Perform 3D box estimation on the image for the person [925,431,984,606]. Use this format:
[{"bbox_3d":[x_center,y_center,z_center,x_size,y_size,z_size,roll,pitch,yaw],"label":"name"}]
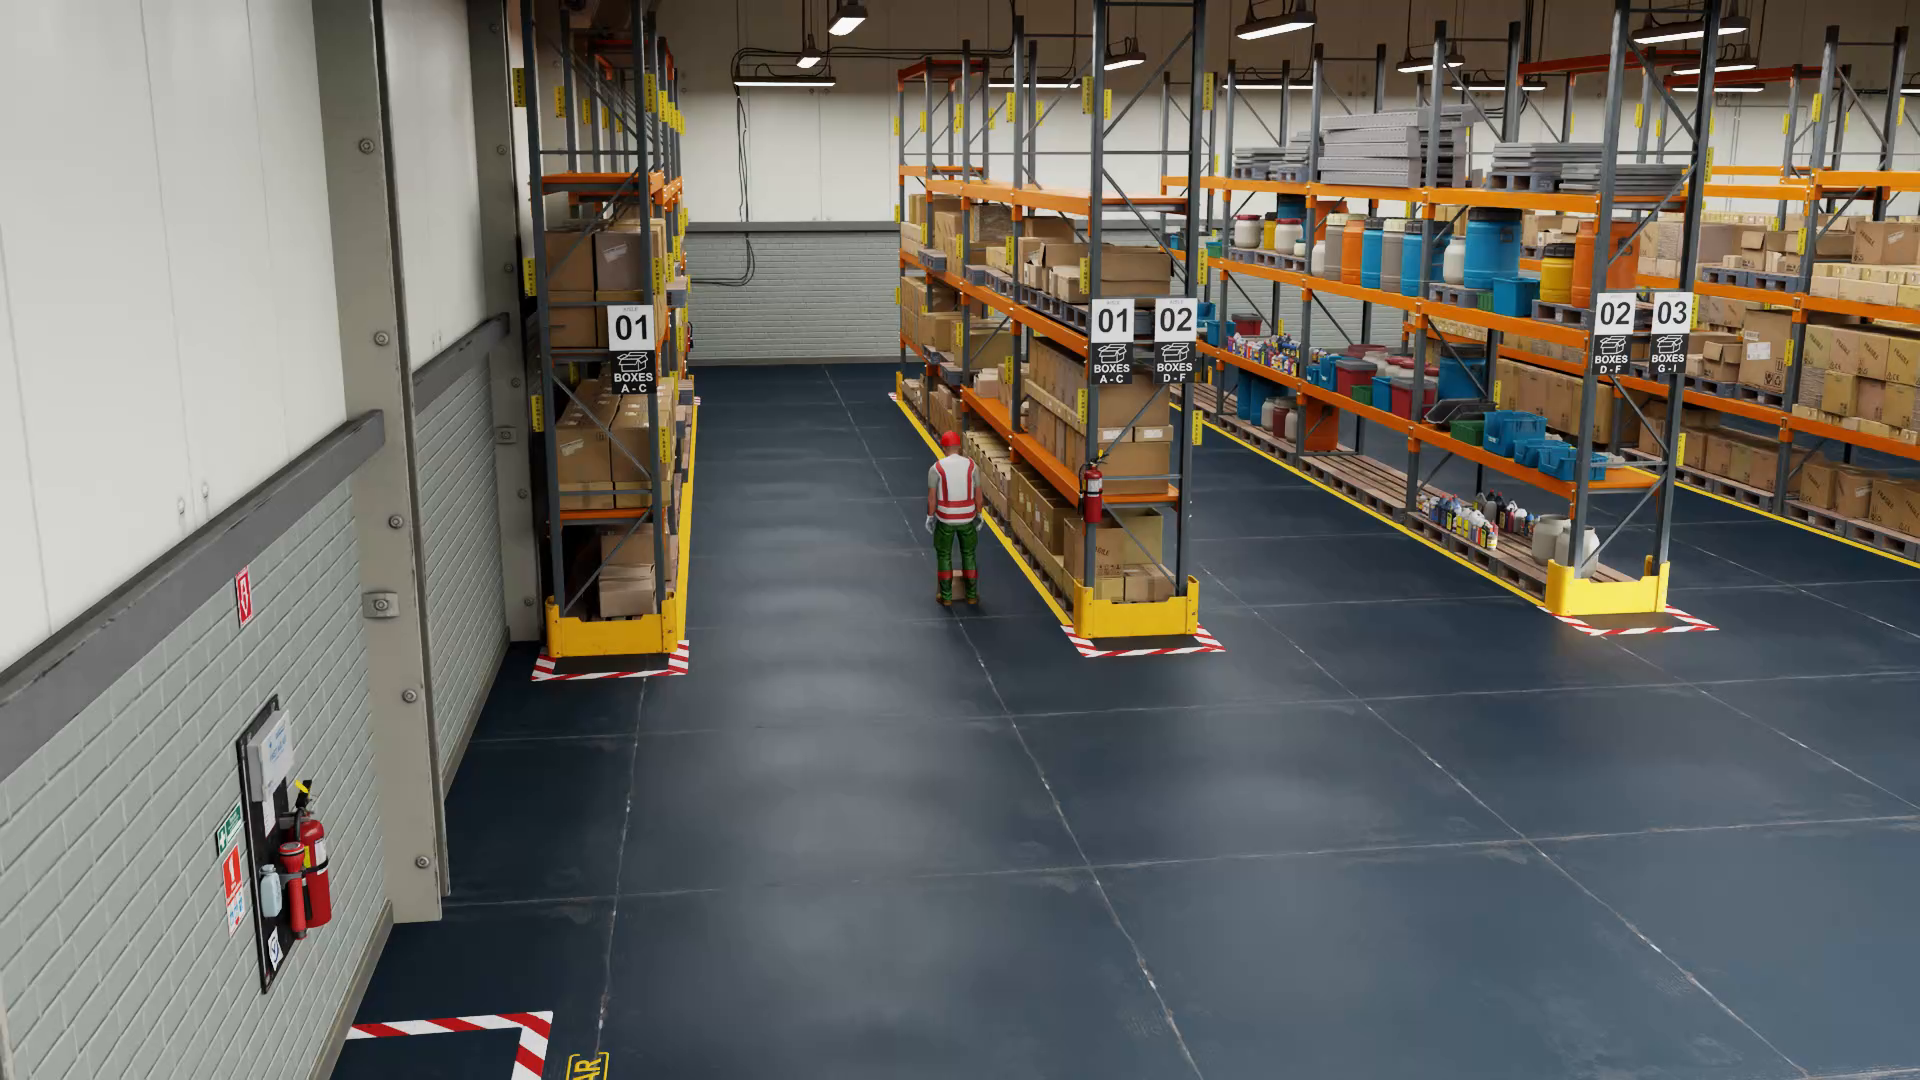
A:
[{"bbox_3d":[-0.056,-0.221,16.918,0.607,1.774,0.454,-3,13,-11],"label":"person"}]
